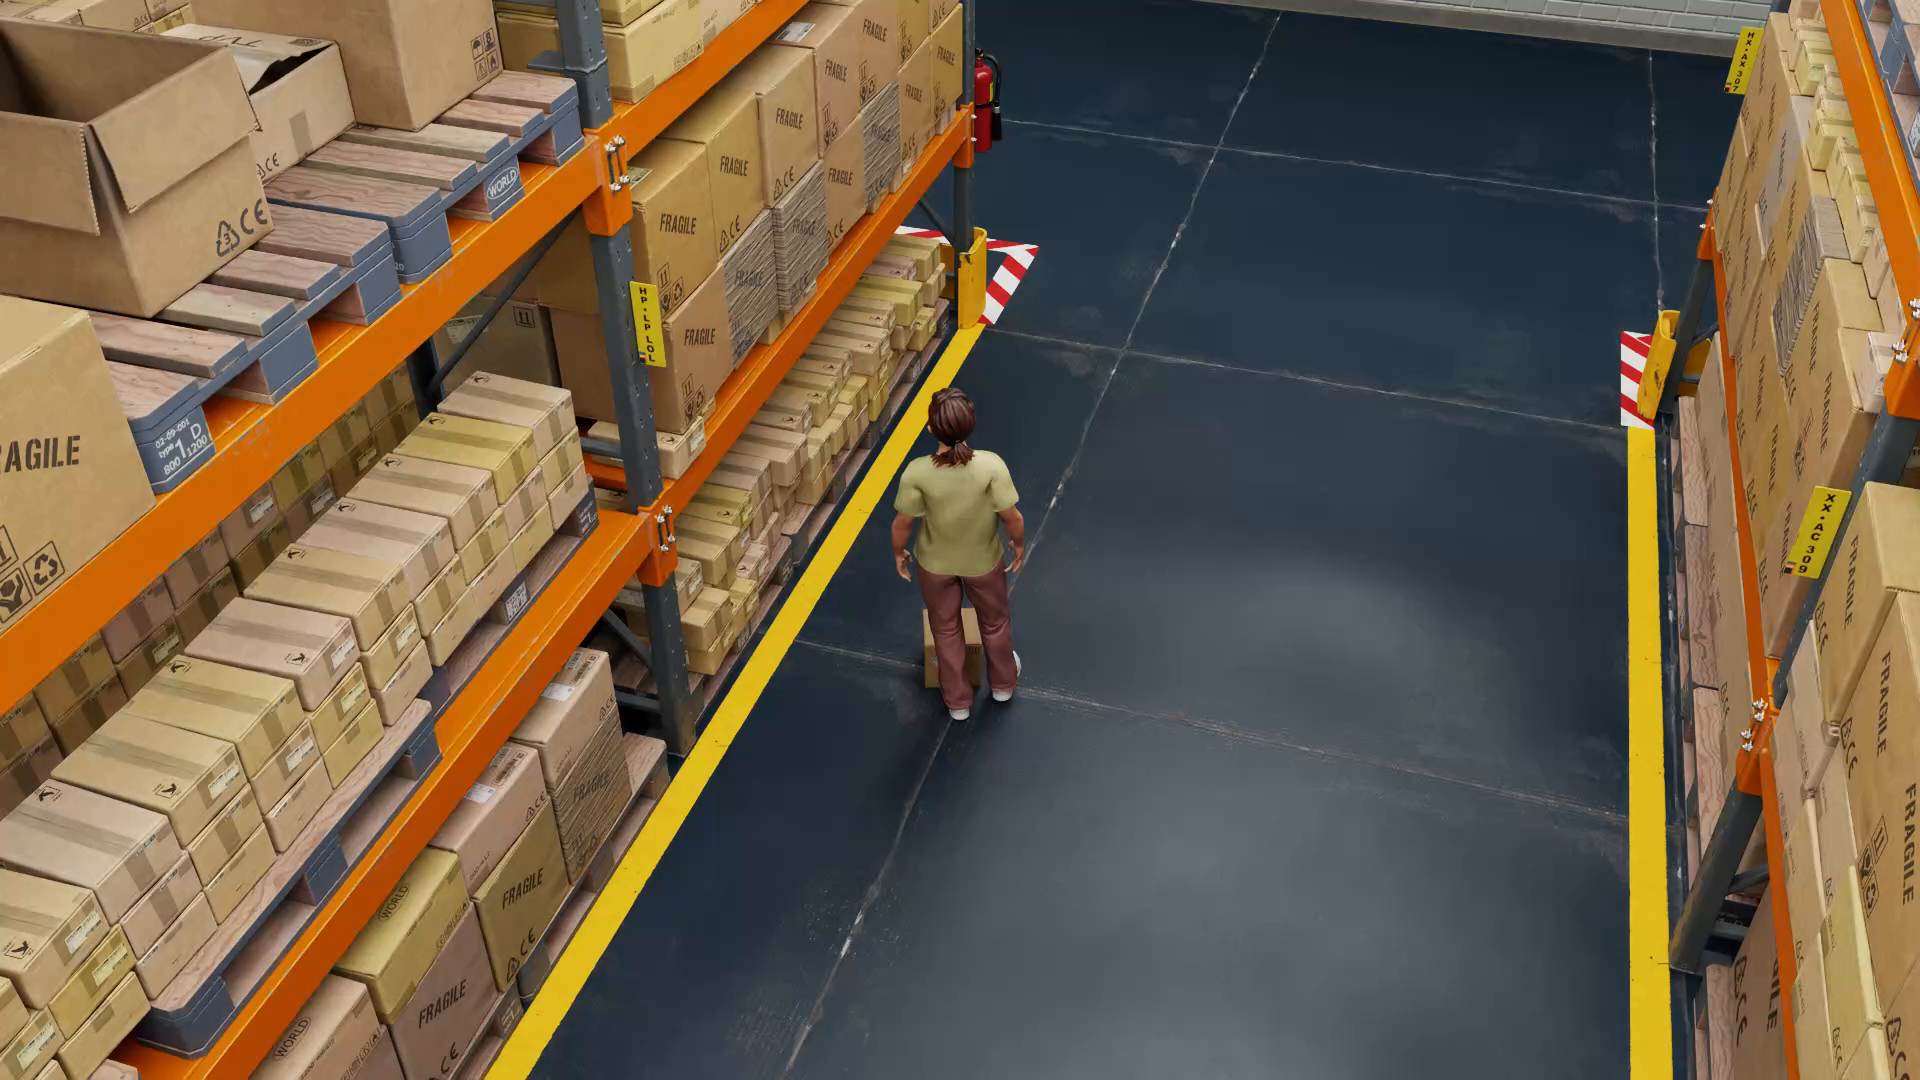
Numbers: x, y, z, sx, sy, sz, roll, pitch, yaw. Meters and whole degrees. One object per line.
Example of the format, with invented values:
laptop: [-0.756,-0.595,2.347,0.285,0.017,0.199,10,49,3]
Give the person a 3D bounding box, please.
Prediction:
person: [0.001,0.038,6.827,0.555,1.674,0.548,-1,37,-1]
